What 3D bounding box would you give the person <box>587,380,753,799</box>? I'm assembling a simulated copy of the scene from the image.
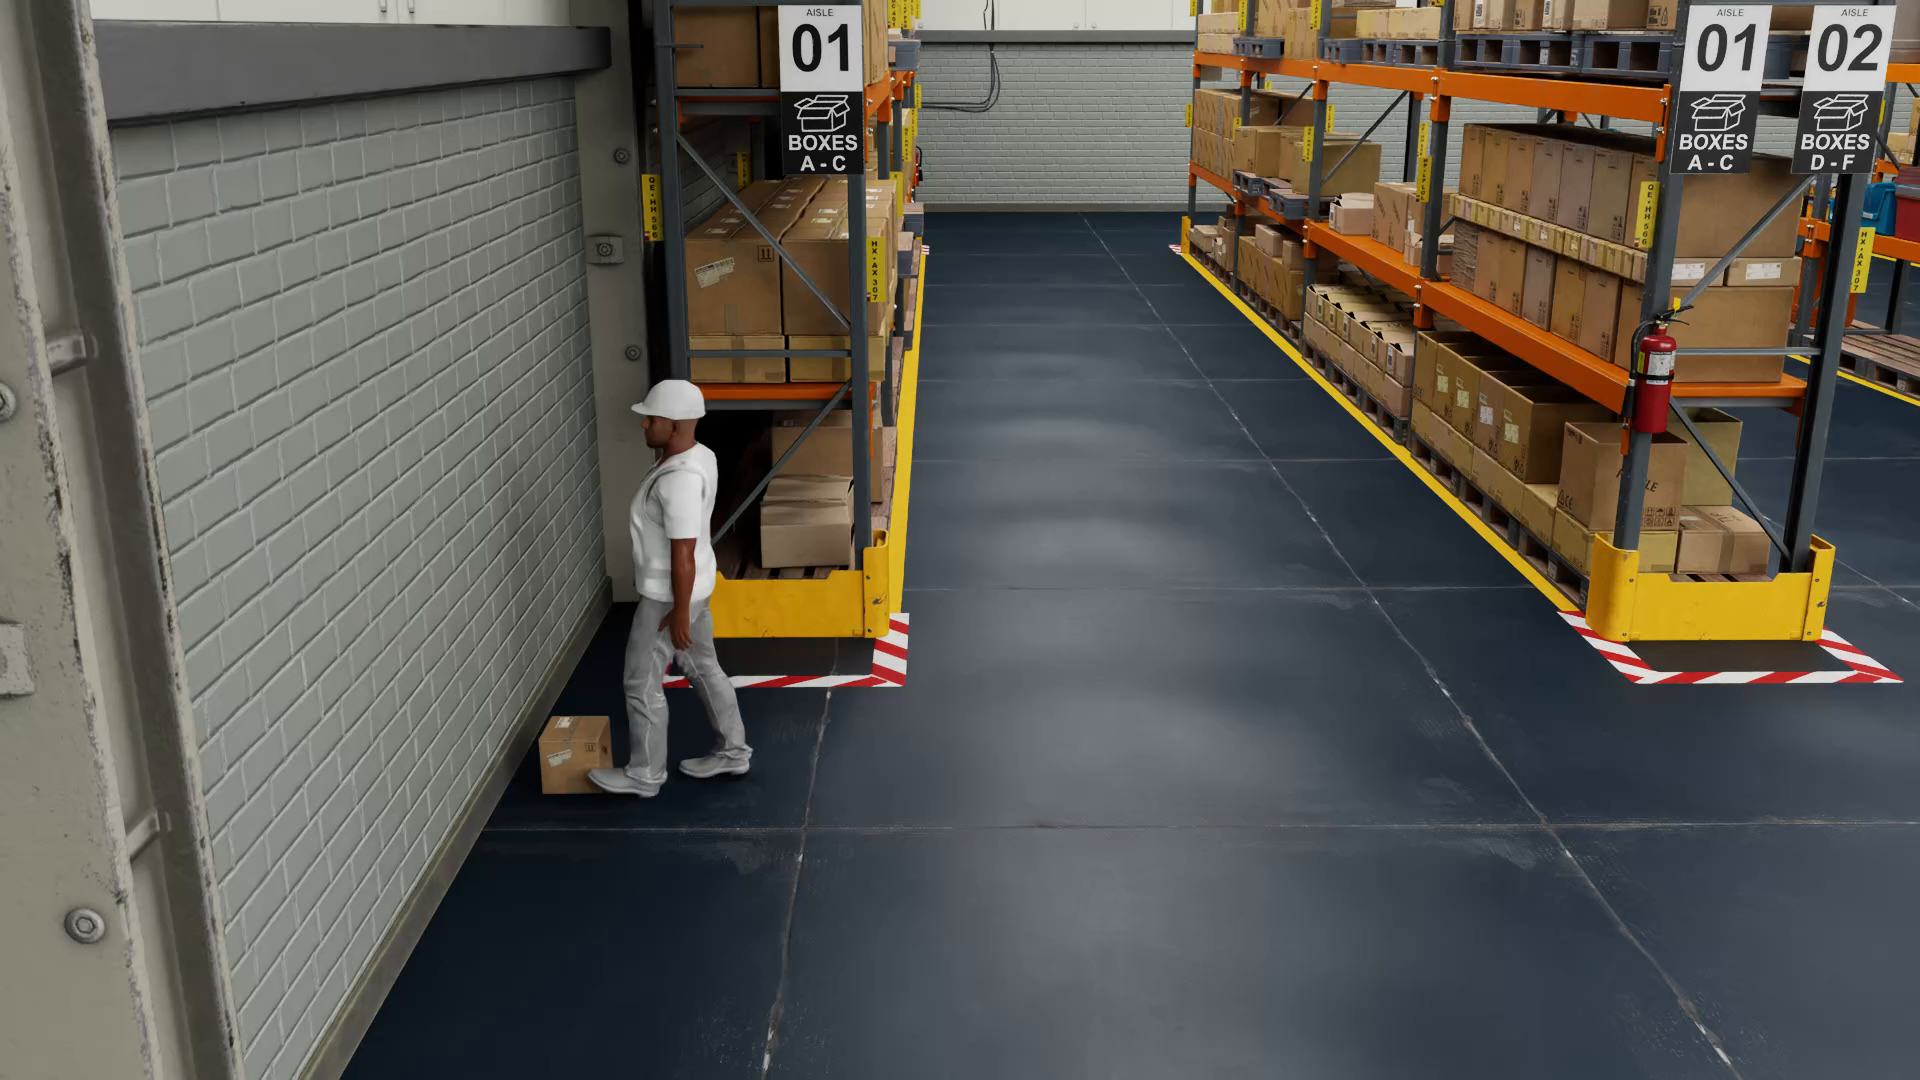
[{"bbox_3d":[-1.227,0.207,6.872,0.669,1.766,0.571,0,17,0],"label":"person"}]
